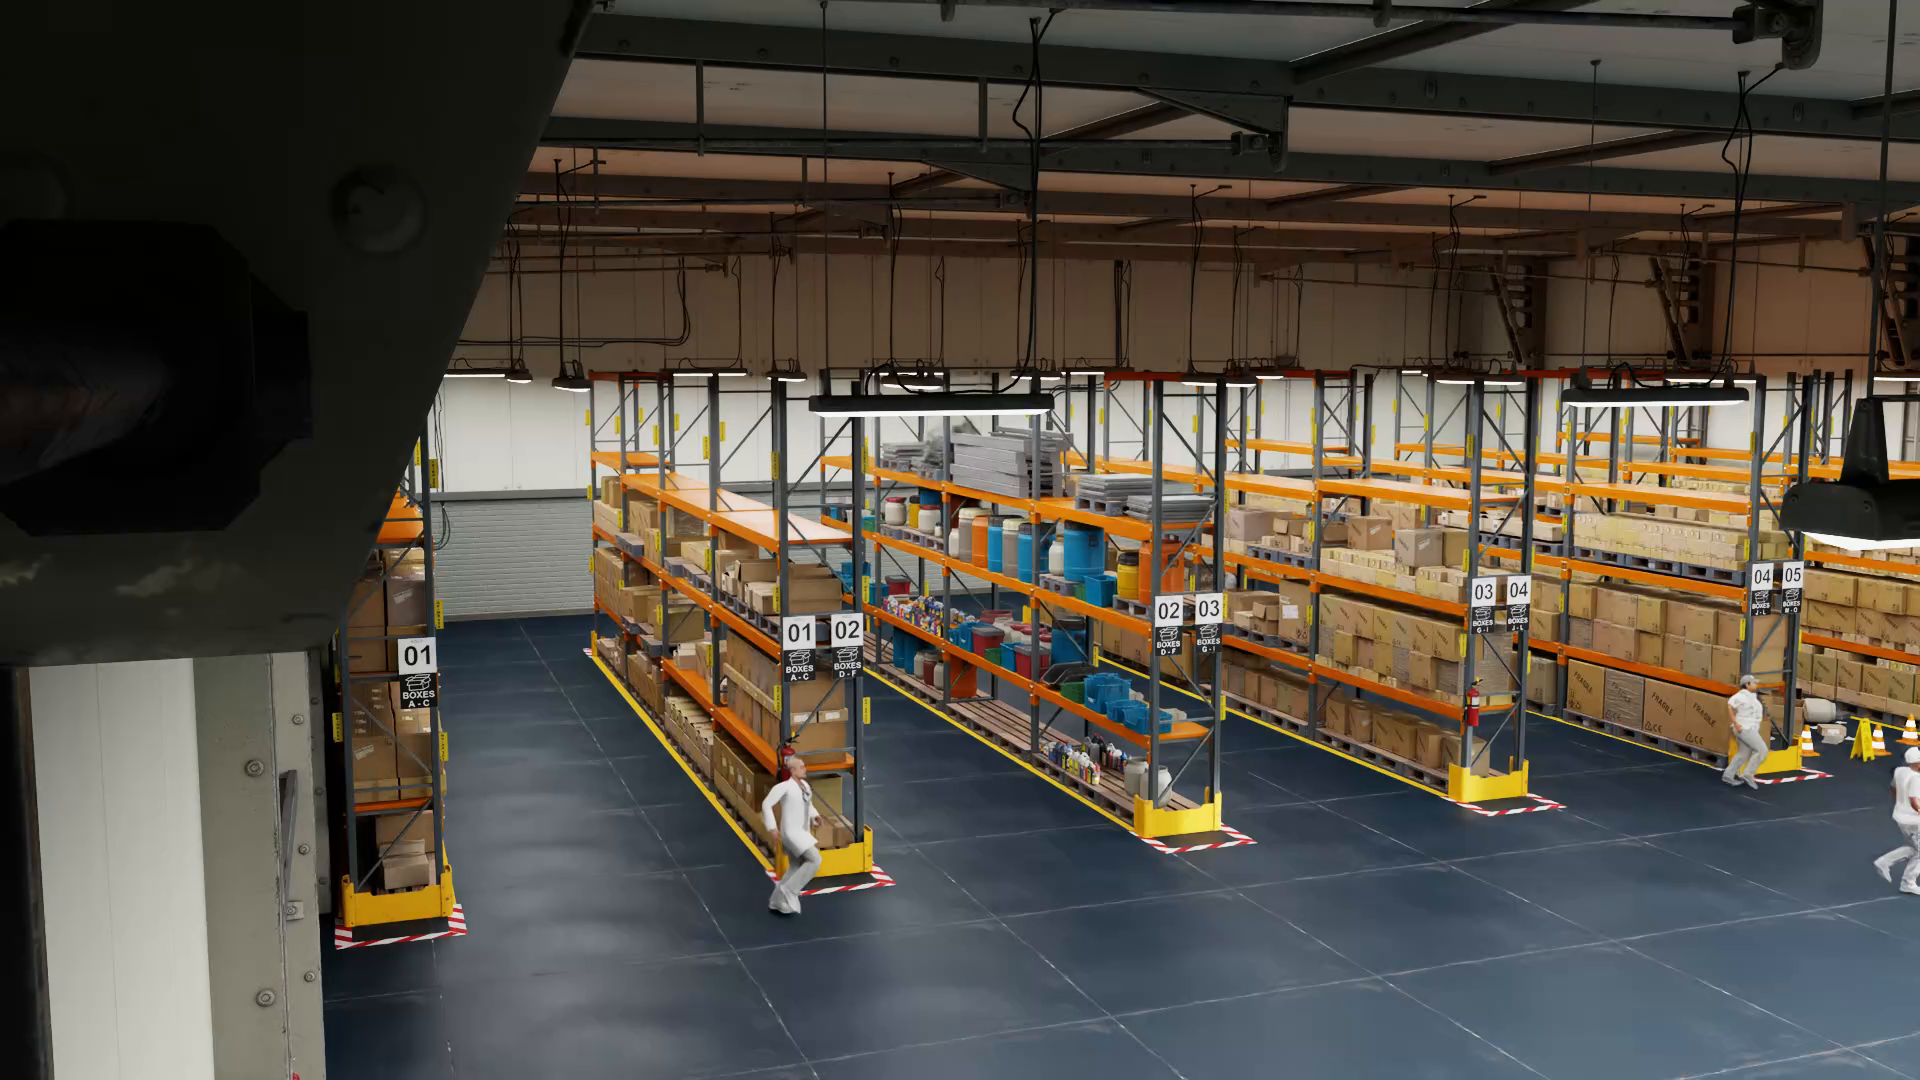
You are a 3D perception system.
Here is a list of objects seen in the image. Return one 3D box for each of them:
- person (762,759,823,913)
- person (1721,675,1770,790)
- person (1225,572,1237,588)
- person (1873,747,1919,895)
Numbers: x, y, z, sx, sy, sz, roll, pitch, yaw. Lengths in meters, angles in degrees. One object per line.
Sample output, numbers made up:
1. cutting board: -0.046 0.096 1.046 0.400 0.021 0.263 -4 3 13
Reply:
1. person: -1.832 3.472 18.963 0.655 1.472 0.702 2 7 20
2. person: 11.564 2.800 24.398 0.617 1.632 0.582 5 8 35
3. person: 6.758 0.820 41.546 0.608 1.735 0.706 -3 7 -28
4. person: 11.125 3.290 19.520 0.595 1.746 0.687 1 7 13
